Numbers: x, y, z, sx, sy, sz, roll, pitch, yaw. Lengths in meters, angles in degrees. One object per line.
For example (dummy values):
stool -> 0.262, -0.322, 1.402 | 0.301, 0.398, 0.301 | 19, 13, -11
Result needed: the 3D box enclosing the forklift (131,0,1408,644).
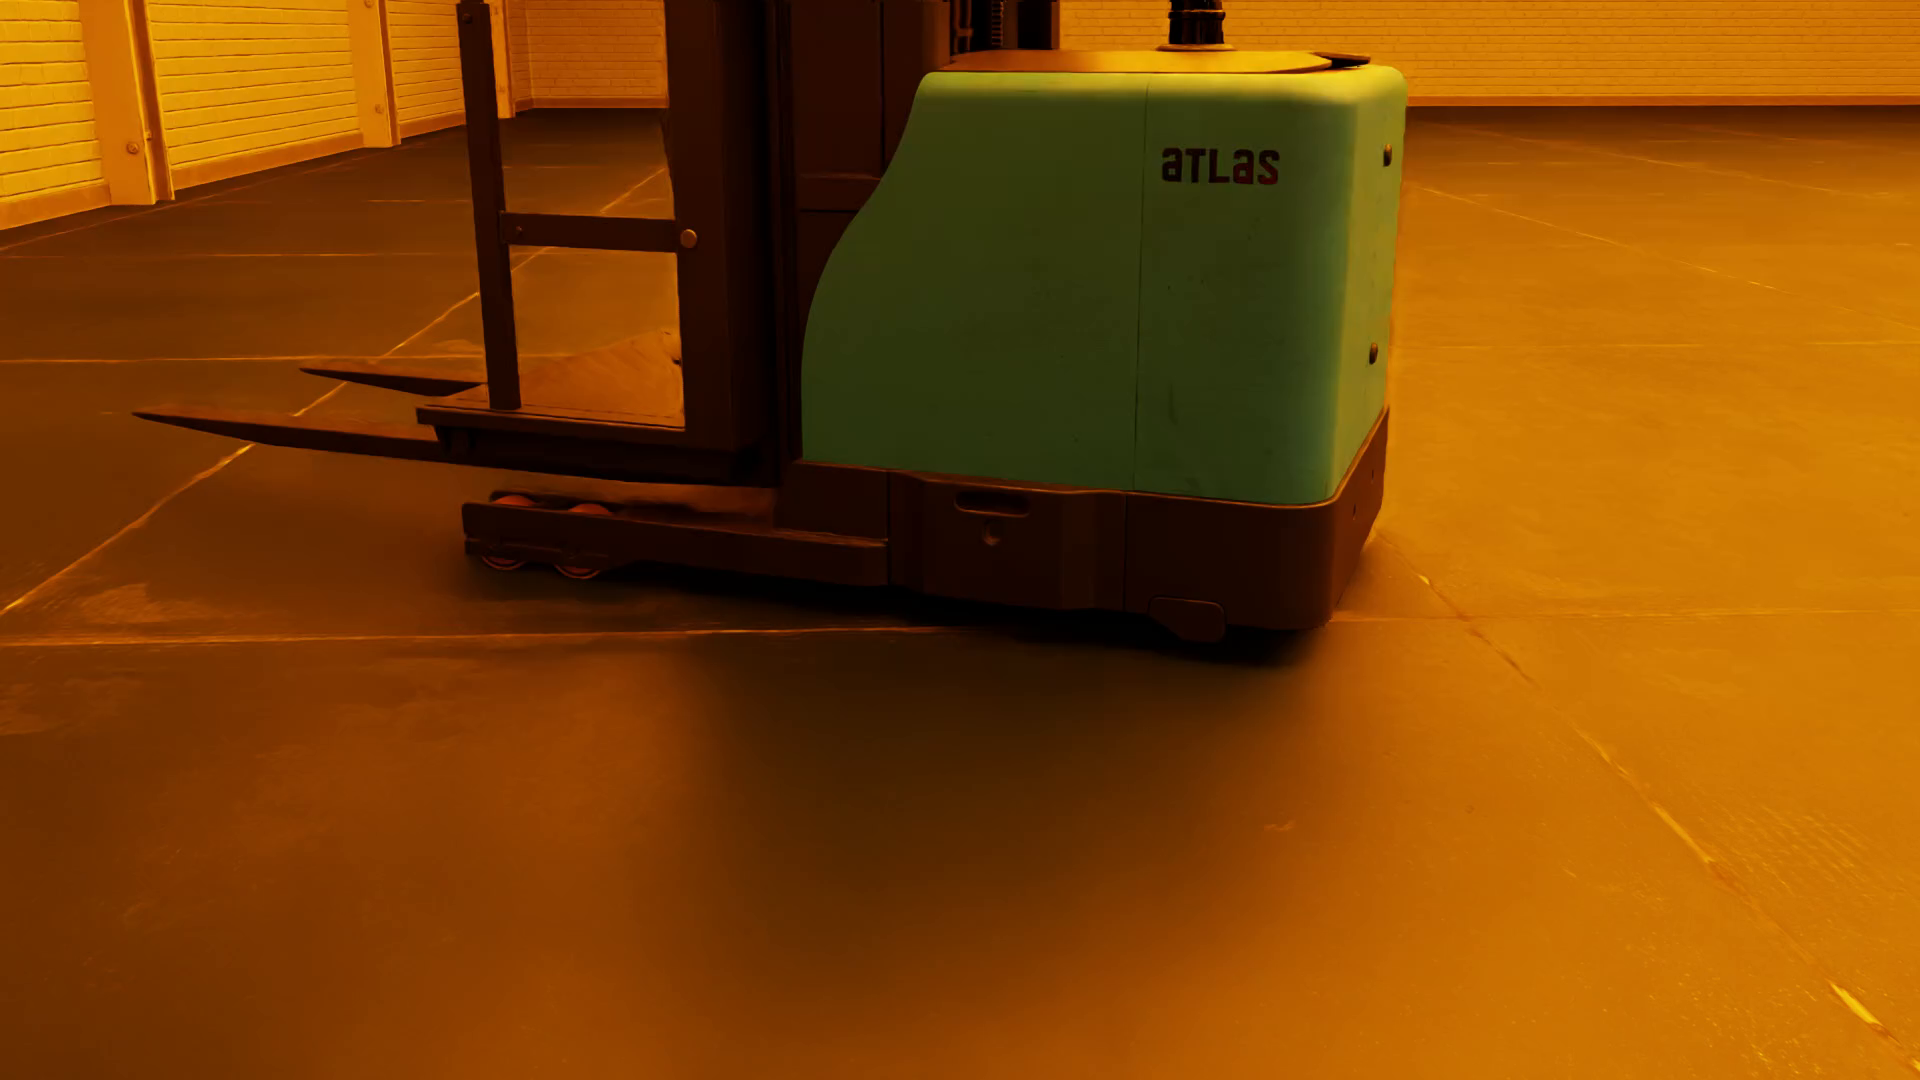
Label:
forklift -> -0.569, -1.451, 3.652 | 3.031, 2.935, 1.130 | 6, 18, 19
